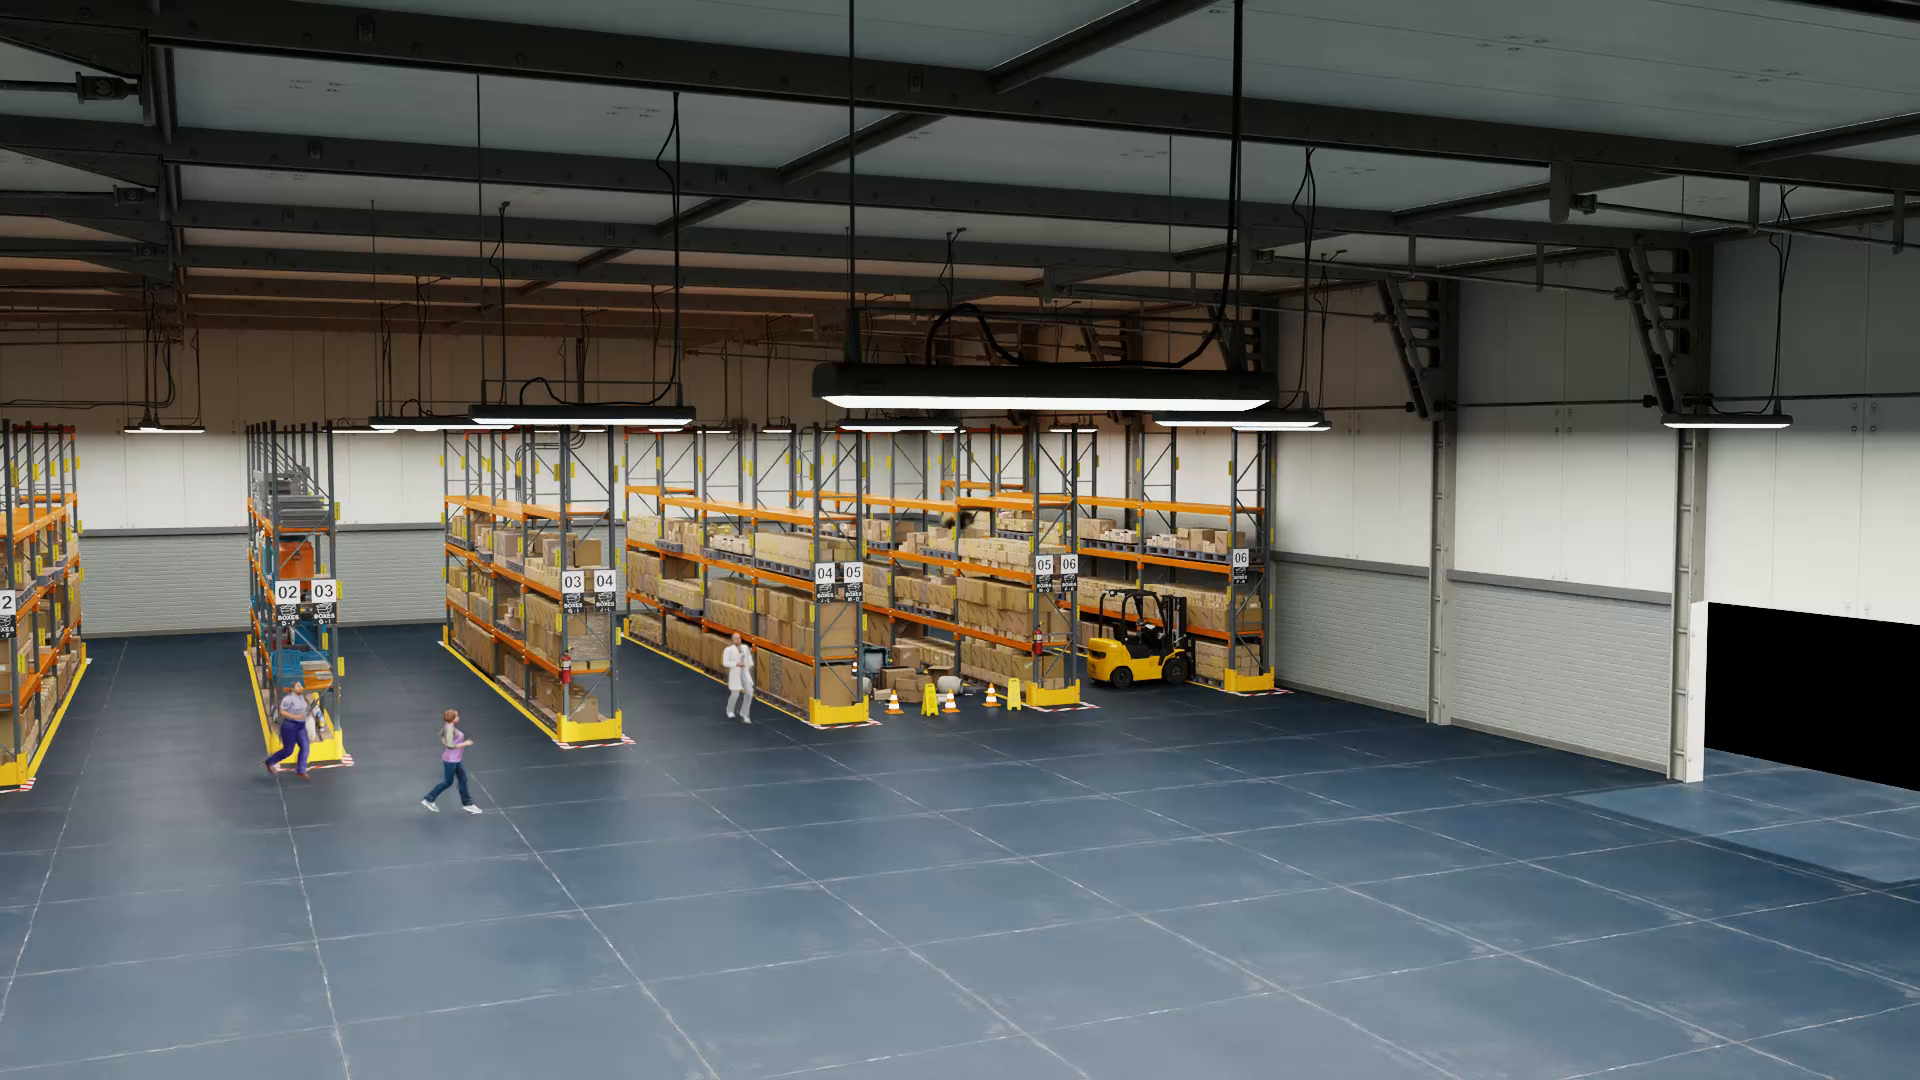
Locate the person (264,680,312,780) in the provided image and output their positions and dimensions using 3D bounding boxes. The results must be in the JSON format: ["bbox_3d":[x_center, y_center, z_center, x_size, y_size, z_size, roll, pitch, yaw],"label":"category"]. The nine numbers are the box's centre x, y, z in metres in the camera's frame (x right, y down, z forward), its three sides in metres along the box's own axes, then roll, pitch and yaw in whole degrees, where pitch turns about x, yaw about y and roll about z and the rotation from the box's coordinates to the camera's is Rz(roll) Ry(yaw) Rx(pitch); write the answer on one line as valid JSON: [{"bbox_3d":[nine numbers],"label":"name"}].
[{"bbox_3d":[-11.197,3.189,27.885,0.814,1.631,0.616,1,4,16],"label":"person"}]

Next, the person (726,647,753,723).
[{"bbox_3d":[-4.474,2.897,33.425,0.618,1.571,0.772,-2,4,-31],"label":"person"}]

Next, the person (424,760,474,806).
[{"bbox_3d":[-7.706,3.602,25.035,0.714,0.852,0.335,0,4,-7],"label":"person"}]
